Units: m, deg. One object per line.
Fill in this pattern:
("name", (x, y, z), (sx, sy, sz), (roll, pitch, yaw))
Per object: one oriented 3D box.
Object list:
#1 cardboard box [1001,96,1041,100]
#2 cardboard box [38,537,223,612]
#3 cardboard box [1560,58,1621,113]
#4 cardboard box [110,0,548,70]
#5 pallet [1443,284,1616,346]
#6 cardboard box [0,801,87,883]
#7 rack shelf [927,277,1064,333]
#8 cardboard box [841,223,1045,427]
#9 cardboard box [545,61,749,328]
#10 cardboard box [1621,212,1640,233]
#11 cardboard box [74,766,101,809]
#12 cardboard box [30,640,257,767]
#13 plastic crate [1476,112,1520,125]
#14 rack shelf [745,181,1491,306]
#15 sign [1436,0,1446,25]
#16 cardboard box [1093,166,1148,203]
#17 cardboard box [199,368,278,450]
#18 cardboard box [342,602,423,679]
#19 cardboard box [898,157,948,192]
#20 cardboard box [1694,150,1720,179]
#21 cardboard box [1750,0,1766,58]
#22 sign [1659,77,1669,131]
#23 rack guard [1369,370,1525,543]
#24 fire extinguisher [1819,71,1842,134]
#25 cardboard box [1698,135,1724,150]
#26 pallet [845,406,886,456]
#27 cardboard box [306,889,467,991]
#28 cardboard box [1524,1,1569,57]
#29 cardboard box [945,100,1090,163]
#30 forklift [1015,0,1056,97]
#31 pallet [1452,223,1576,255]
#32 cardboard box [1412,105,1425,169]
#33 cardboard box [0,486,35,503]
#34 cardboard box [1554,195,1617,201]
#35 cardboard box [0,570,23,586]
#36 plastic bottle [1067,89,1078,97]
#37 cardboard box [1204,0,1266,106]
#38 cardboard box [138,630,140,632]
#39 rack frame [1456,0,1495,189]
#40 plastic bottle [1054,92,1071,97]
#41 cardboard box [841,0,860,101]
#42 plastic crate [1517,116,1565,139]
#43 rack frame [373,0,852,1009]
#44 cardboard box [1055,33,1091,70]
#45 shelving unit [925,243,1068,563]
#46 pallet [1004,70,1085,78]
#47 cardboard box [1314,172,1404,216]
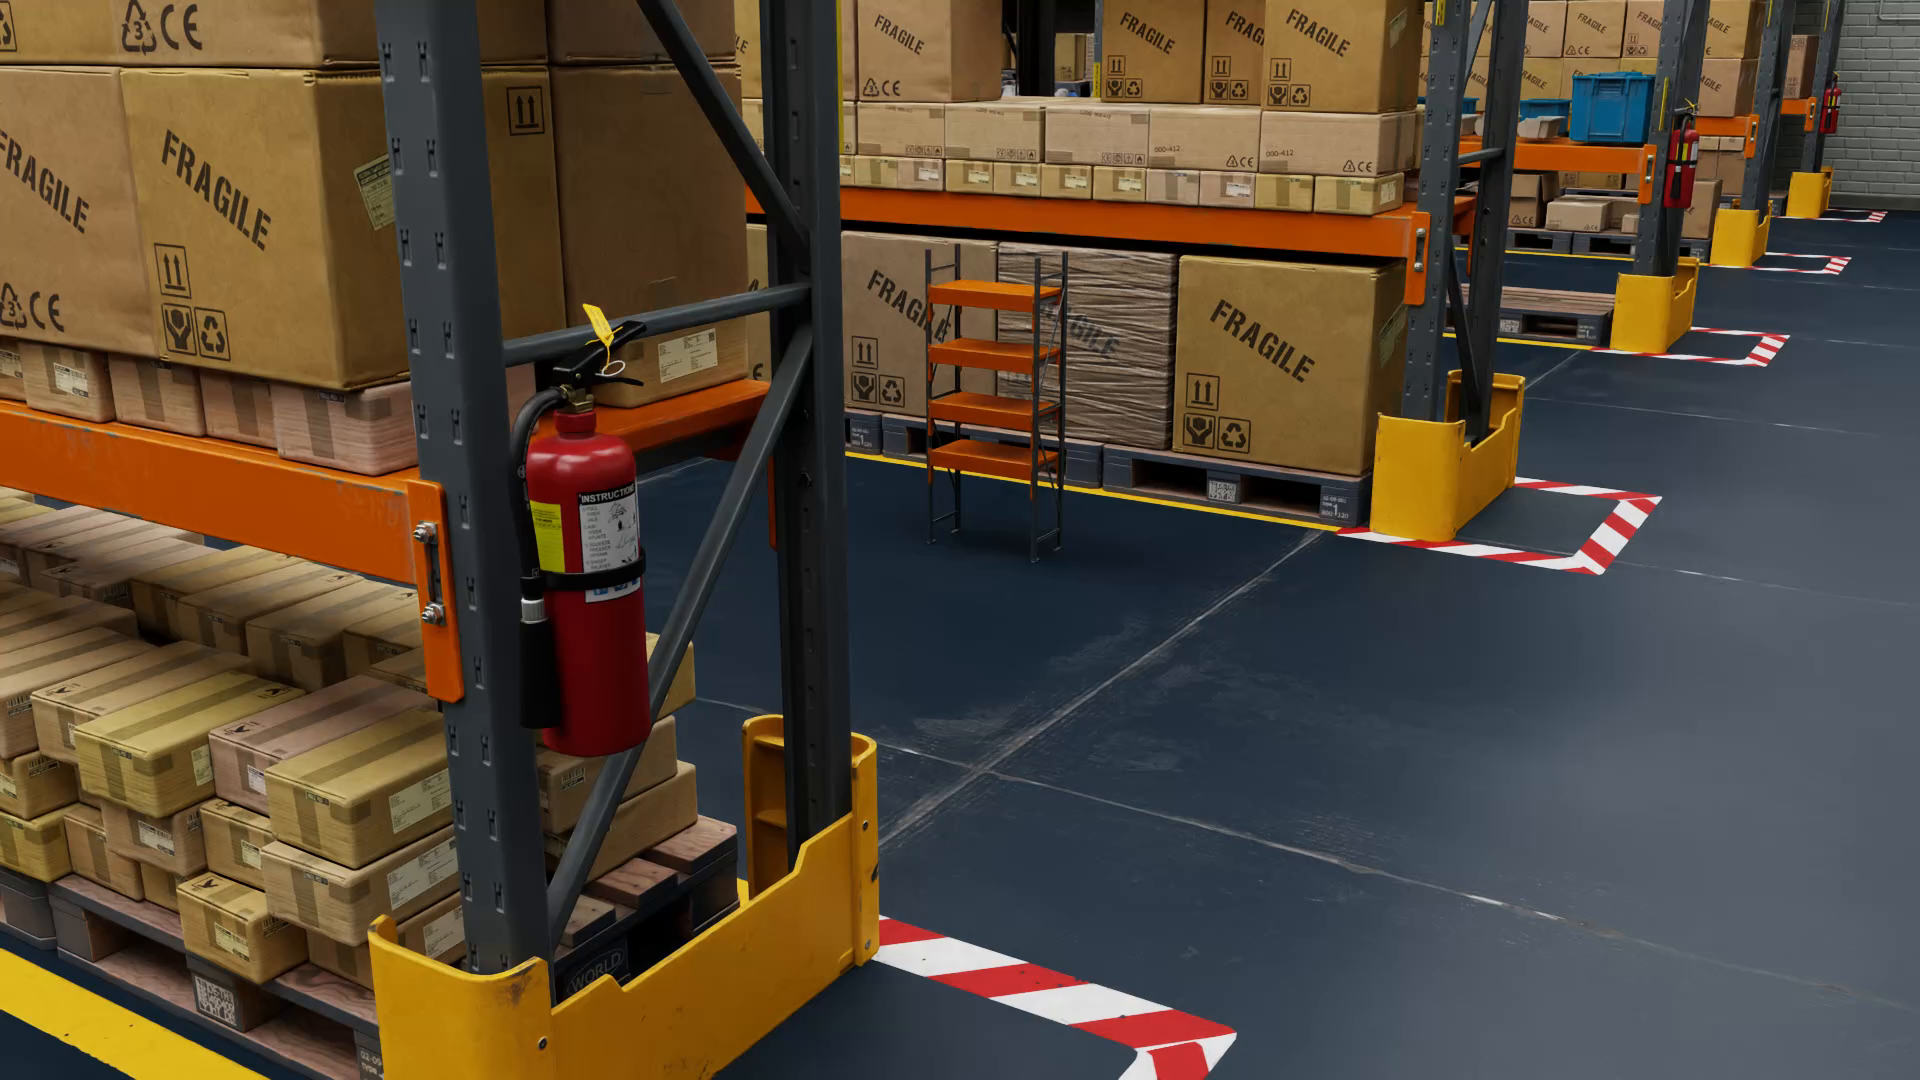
("cardboard box", (0.117, -2.113, 8.423), (0.500, 0.250, 0.500), (11, 20, 31))
("cardboard box", (-2.212, 0.126, 4.465), (0.250, 0.149, 0.380), (10, 20, 30))
("cardboard box", (5.932, -4.249, 15.535), (0.500, 0.500, 0.500), (10, 20, 30))
("cardboard box", (-1.067, -1.056, 2.791), (0.500, 0.500, 0.500), (10, 19, 29))
("pallet", (4.045, -1.619, 11.849), (1.213, 0.211, 1.003), (10, 20, 30))
("cardboard box", (-2.024, 0.623, 3.853), (0.250, 0.149, 0.380), (9, 19, 28))
("rack shelf", (0.141, -0.925, 6.510), (0.480, 0.148, 0.258), (10, 20, 30))
("cardboard box", (0.014, -1.128, 8.366), (0.875, 0.875, 0.875), (10, 20, 30))
("cardboard box", (-0.785, -0.706, 3.360), (0.500, 0.500, 0.500), (11, 20, 33))
("cardboard box", (6.432, -3.005, 15.732), (0.250, 0.166, 0.380), (10, 20, 30))
("cardboard box", (-1.765, 0.487, 3.787), (0.250, 0.149, 0.380), (10, 19, 29))
("cardboard box", (-1.789, 0.366, 3.673), (0.250, 0.149, 0.380), (9, 19, 28))
("plastic crate", (3.881, -3.013, 11.989), (0.298, 0.136, 0.250), (10, 20, 30))
("rack shelf", (0.431, -1.552, 8.067), (4.000, 0.370, 1.077), (10, 20, 30))
("sign", (1.839, -2.127, 6.323), (0.005, 0.325, 0.100), (10, 20, 30))
("cardboard box", (0.788, -1.599, 7.418), (0.250, 0.149, 0.380), (10, 19, 29))
("cardboard box", (-1.165, -0.285, 3.092), (0.250, 0.149, 0.380), (10, 20, 30))
("cardboard box", (-1.261, 0.254, 4.045), (0.250, 0.149, 0.380), (10, 20, 30))
("cardboard box", (-0.091, -1.756, 7.933), (0.250, 0.149, 0.380), (10, 20, 31))
("cardboard box", (8.837, -4.435, 19.899), (0.500, 0.500, 0.700), (10, 20, 30))
("cardboard box", (7.082, -4.704, 15.314), (0.500, 0.500, 0.500), (11, 20, 32))
("sign", (4.453, -2.758, 10.519), (0.005, 0.325, 0.100), (10, 20, 30))
("rack guard", (2.155, -0.392, 7.312), (0.348, 0.500, 1.175), (10, 20, 30))
("fire extinguisher", (9.799, -4.920, 18.691), (0.183, 0.674, 0.296), (10, 20, 30))
("cardboard box", (8.840, -4.682, 19.597), (0.250, 0.149, 0.380), (11, 20, 32))
("pallet", (-0.666, -0.731, 8.925), (1.213, 0.211, 1.003), (10, 20, 30))
("cardboard box", (-1.105, 0.756, 3.415), (0.250, 0.149, 0.380), (11, 20, 31))
("cardboard box", (5.487, -4.803, 15.640), (0.500, 0.500, 0.500), (11, 20, 32))
("cardboard box", (0.271, -1.903, 7.733), (0.500, 0.250, 0.500), (10, 20, 30))
("forklift", (-0.003, -2.676, 10.648), (1.130, 2.935, 3.031), (-4, 17, -12))
("pallet", (5.542, -3.029, 16.490), (1.213, 0.211, 1.003), (10, 20, 30))
("cardboard box", (1.867, -1.802, 7.400), (0.500, 0.250, 0.500), (10, 19, 29))
("cardboard box", (-3.062, -0.054, 5.057), (0.250, 0.149, 0.380), (10, 20, 30))
("cardboard box", (6.156, -3.245, 16.376), (0.500, 0.250, 0.500), (10, 20, 30))
("cardboard box", (-2.642, 0.192, 4.248), (0.250, 0.149, 0.380), (9, 19, 28))
("plastic bottle", (0.925, -3.575, 13.711), (0.097, 0.271, 0.097), (0, 17, 0))
("cardboard box", (1.441, -2.237, 7.542), (0.500, 0.500, 0.500), (10, 19, 29))
("cardboard box", (-2.233, 0.270, 4.501), (0.250, 0.149, 0.380), (11, 20, 33))
("rack frame", (6.503, -5.881, 21.080), (0.127, 3.000, 1.000), (10, 20, 30))
("plastic bottle", (0.814, -3.348, 12.954), (0.135, 0.276, 0.152), (10, 20, 30))
("cardboard box", (-0.584, -2.417, 8.133), (0.500, 0.500, 0.500), (10, 20, 30))
("plastic crate", (3.937, -2.800, 11.290), (0.243, 0.136, 0.396), (10, 20, 30))
("rack frame", (-0.547, -0.379, 2.968), (0.127, 3.000, 1.000), (10, 20, 30))
("cardboard box", (1.616, -7.001, 23.838), (0.500, 0.500, 0.700), (10, 20, 30))
("shelving unit", (0.141, -0.549, 6.624), (0.503, 1.200, 0.258), (10, 20, 30))
("pallet", (1.387, -6.688, 24.069), (1.213, 0.211, 1.003), (10, 20, 30))
("cardboard box", (1.659, -1.444, 6.908), (0.250, 0.149, 0.380), (11, 20, 31))
